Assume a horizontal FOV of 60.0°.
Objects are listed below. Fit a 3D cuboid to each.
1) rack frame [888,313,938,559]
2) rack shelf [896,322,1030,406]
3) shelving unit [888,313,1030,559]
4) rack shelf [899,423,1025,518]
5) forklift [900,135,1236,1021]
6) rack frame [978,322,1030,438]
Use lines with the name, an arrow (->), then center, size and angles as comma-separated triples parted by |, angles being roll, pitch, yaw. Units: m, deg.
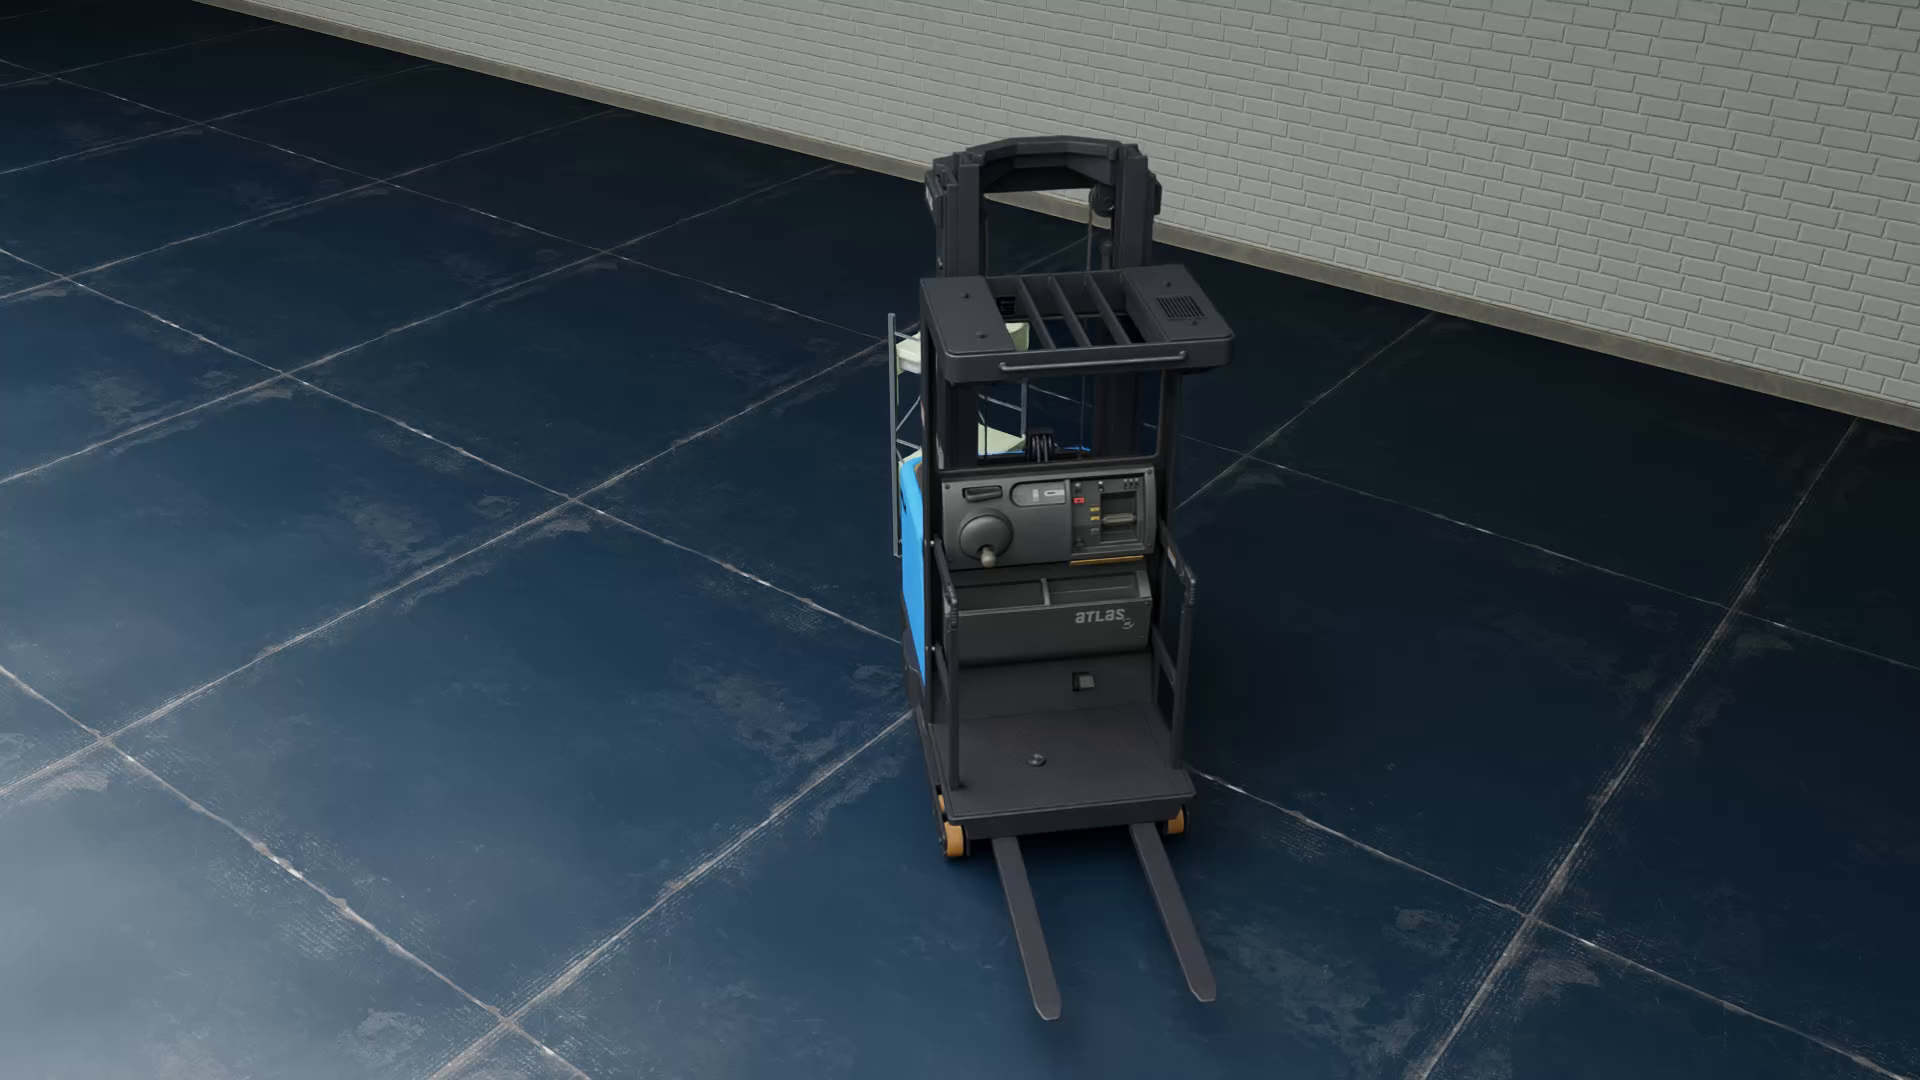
rack frame -> -0.217, -0.499, 9.121 | 0.400, 1.500, 0.023 | 21, 37, 31
rack shelf -> 0.004, -0.984, 9.173 | 0.431, 0.370, 0.720 | 21, 37, 31
shelving unit -> 0.004, -0.648, 9.372 | 0.431, 1.500, 0.755 | 21, 37, 31
rack shelf -> 0.004, -0.367, 9.538 | 0.431, 0.370, 0.720 | 21, 37, 31
forklift -> 0.419, -0.049, 6.958 | 1.130, 2.935, 3.031 | -4, 31, -7
rack frame -> 0.225, -0.797, 9.623 | 0.400, 1.500, 0.023 | 21, 37, 31
